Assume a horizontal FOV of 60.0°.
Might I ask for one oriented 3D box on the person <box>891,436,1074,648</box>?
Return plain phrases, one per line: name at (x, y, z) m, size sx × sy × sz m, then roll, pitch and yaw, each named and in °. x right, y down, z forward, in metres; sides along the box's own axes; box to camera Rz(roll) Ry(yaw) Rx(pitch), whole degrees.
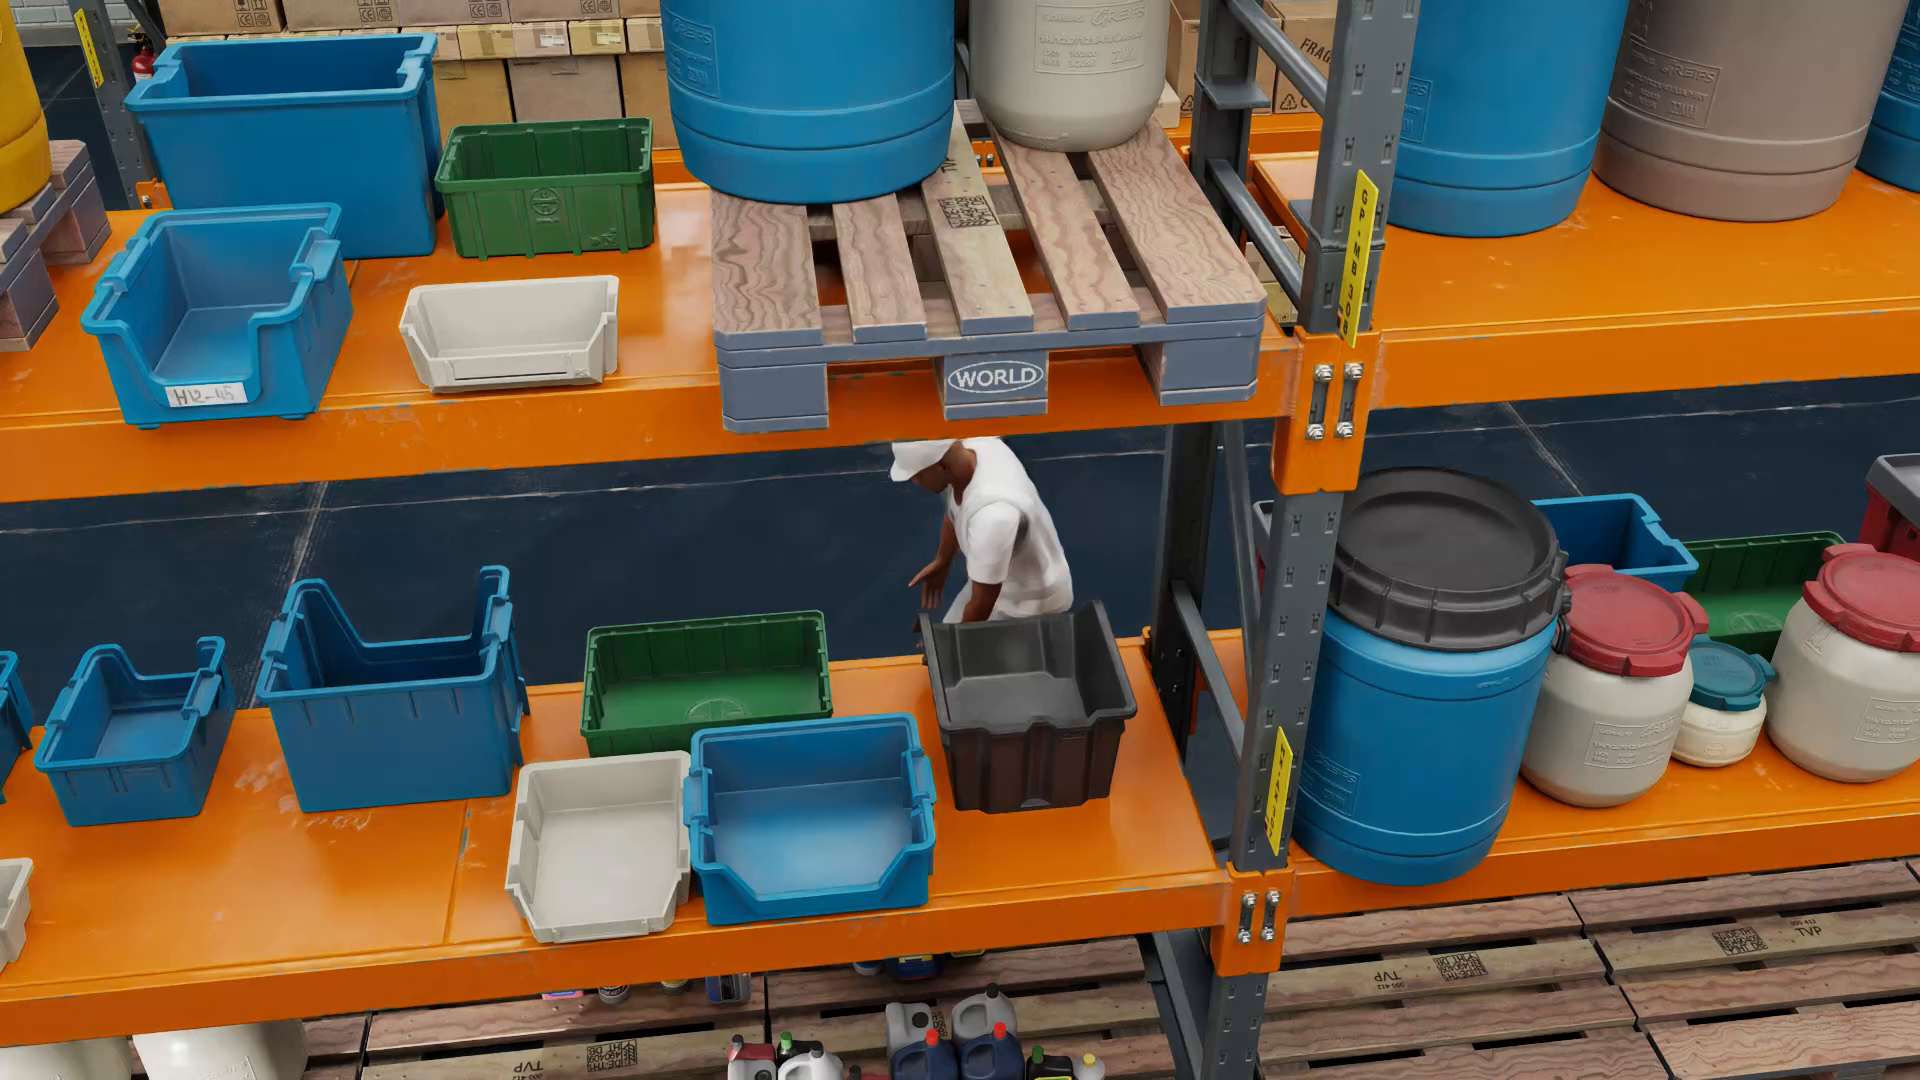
person at (0.083, 0.205, 6.004) m, size 0.644 × 1.566 × 0.622 m, roll -4°, pitch 35°, yaw -6°
